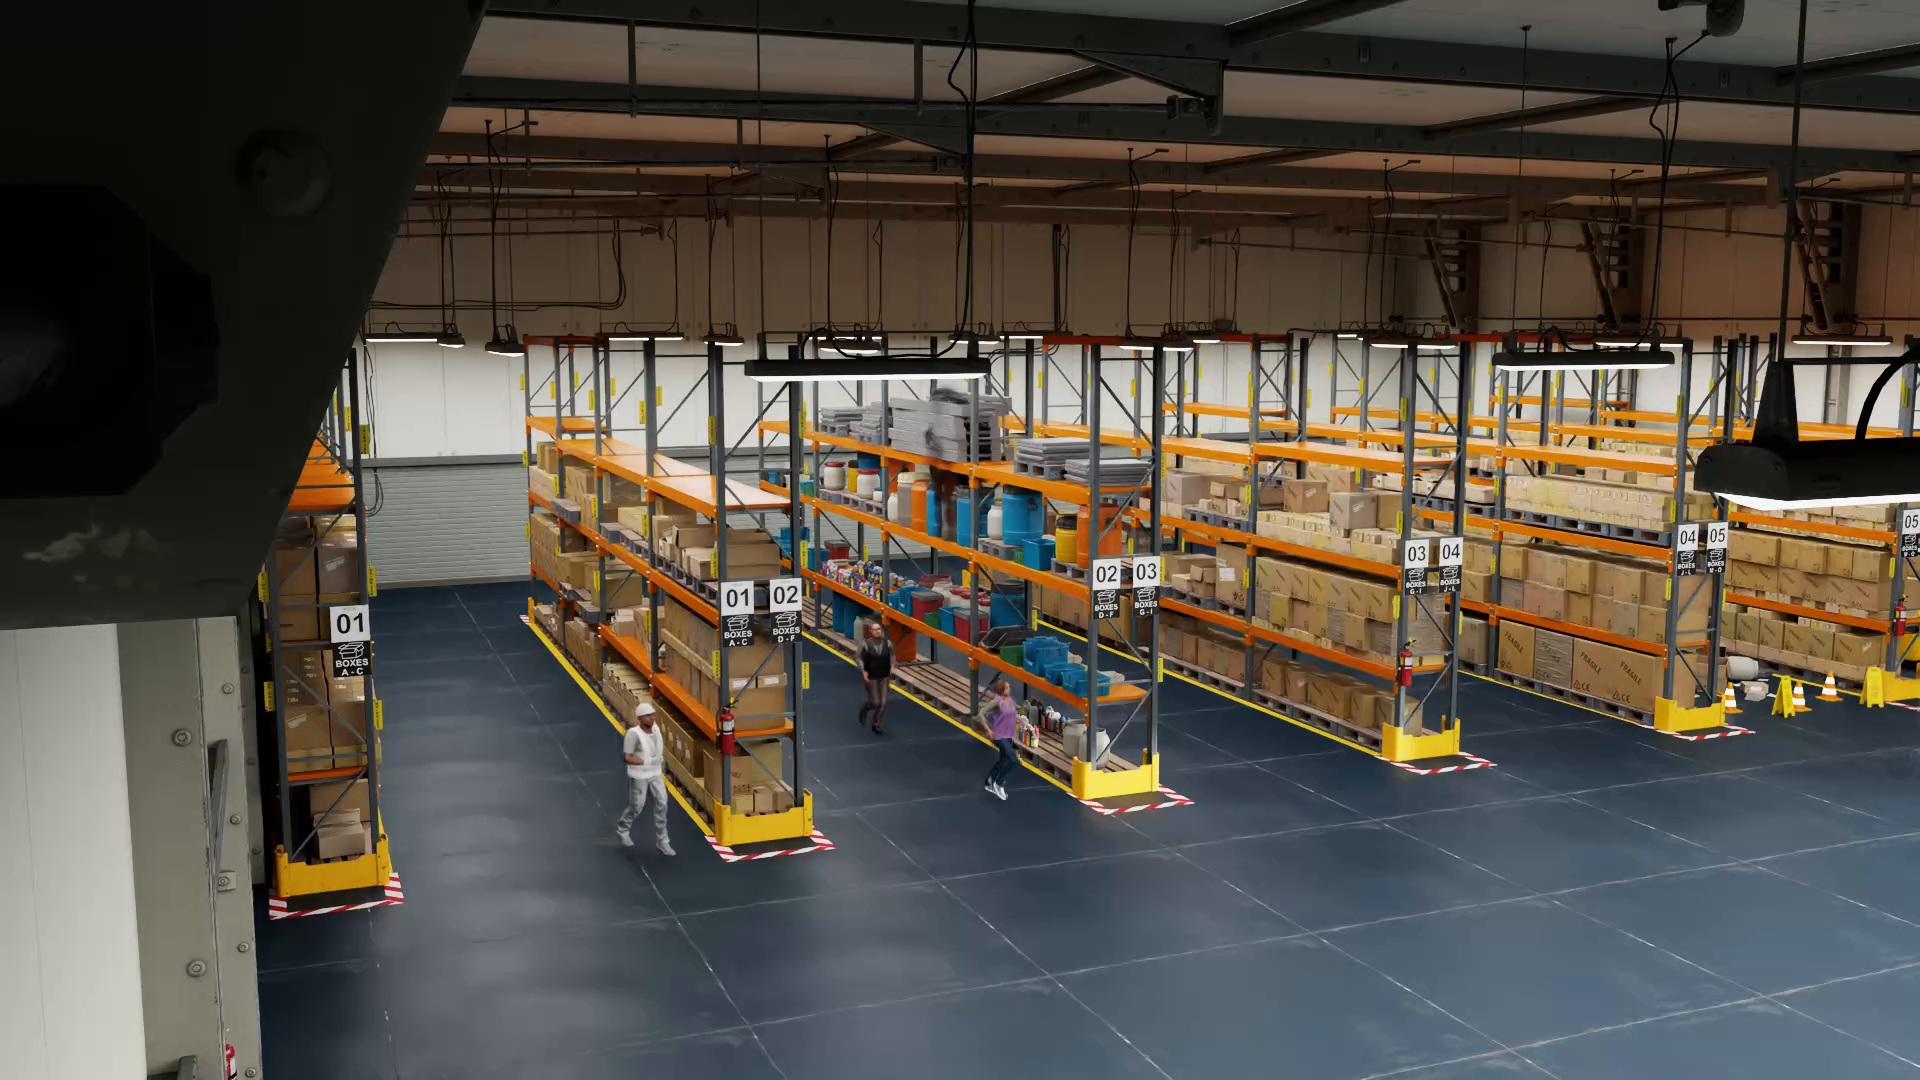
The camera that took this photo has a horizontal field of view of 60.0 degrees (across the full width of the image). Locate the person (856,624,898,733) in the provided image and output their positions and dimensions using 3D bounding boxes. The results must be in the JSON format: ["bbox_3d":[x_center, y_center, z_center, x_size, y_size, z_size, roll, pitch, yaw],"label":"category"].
[{"bbox_3d":[-1.234,2.123,25.469,0.651,1.689,0.604,-3,8,-21],"label":"person"}]

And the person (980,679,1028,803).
[{"bbox_3d":[0.610,2.636,21.917,0.683,1.628,0.505,5,9,33],"label":"person"}]

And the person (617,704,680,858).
[{"bbox_3d":[-3.706,2.830,19.719,0.861,1.821,0.707,5,9,35],"label":"person"}]
